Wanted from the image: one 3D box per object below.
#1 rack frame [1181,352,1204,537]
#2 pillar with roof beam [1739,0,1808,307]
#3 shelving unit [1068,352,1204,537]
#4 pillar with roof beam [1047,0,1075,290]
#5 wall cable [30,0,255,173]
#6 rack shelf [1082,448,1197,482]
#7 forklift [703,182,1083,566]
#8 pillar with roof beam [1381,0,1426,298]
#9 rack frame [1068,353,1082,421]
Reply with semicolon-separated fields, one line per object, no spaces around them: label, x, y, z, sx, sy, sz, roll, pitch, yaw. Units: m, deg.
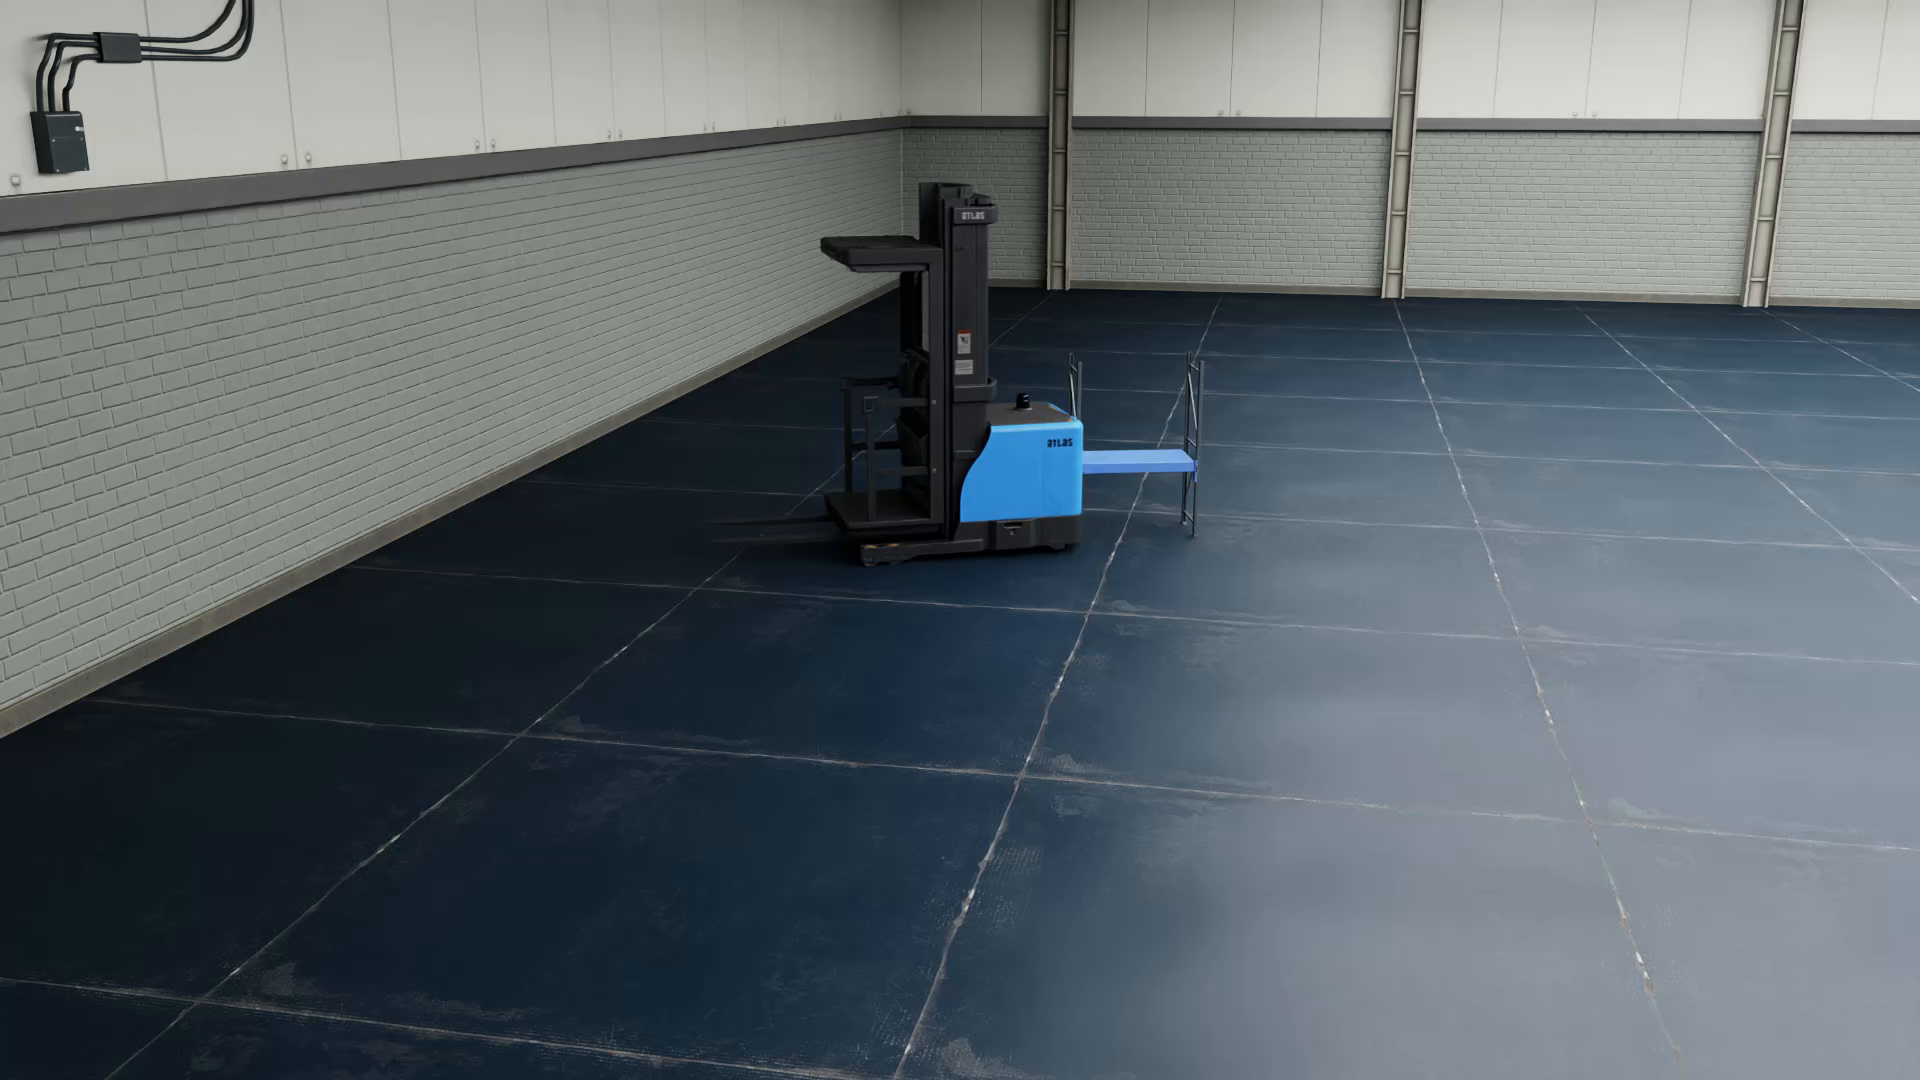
rack frame;1.973;-0.816;14.127;0.032;1.500;0.500;-1;16;-5
pillar with roof beam;12.723;-7.220;23.200;0.400;9.000;9.100;3;16;11
shelving unit;1.467;-0.804;14.087;1.048;1.500;0.538;-1;16;-5
pillar with roof beam;0.963;-7.859;25.505;0.400;9.000;9.100;3;16;11
wall cable;-5.172;-5.369;10.145;0.169;6.003;2.305;3;16;11
rack shelf;1.467;-0.631;14.135;1.000;0.185;0.538;-1;16;-5
forklift;-0.564;-1.358;13.404;3.031;2.935;1.130;-4;16;-14
pillar with roof beam;6.843;-7.539;24.353;0.400;9.000;9.100;3;16;11
rack frame;0.960;-0.793;14.046;0.032;1.500;0.500;-1;16;-5
